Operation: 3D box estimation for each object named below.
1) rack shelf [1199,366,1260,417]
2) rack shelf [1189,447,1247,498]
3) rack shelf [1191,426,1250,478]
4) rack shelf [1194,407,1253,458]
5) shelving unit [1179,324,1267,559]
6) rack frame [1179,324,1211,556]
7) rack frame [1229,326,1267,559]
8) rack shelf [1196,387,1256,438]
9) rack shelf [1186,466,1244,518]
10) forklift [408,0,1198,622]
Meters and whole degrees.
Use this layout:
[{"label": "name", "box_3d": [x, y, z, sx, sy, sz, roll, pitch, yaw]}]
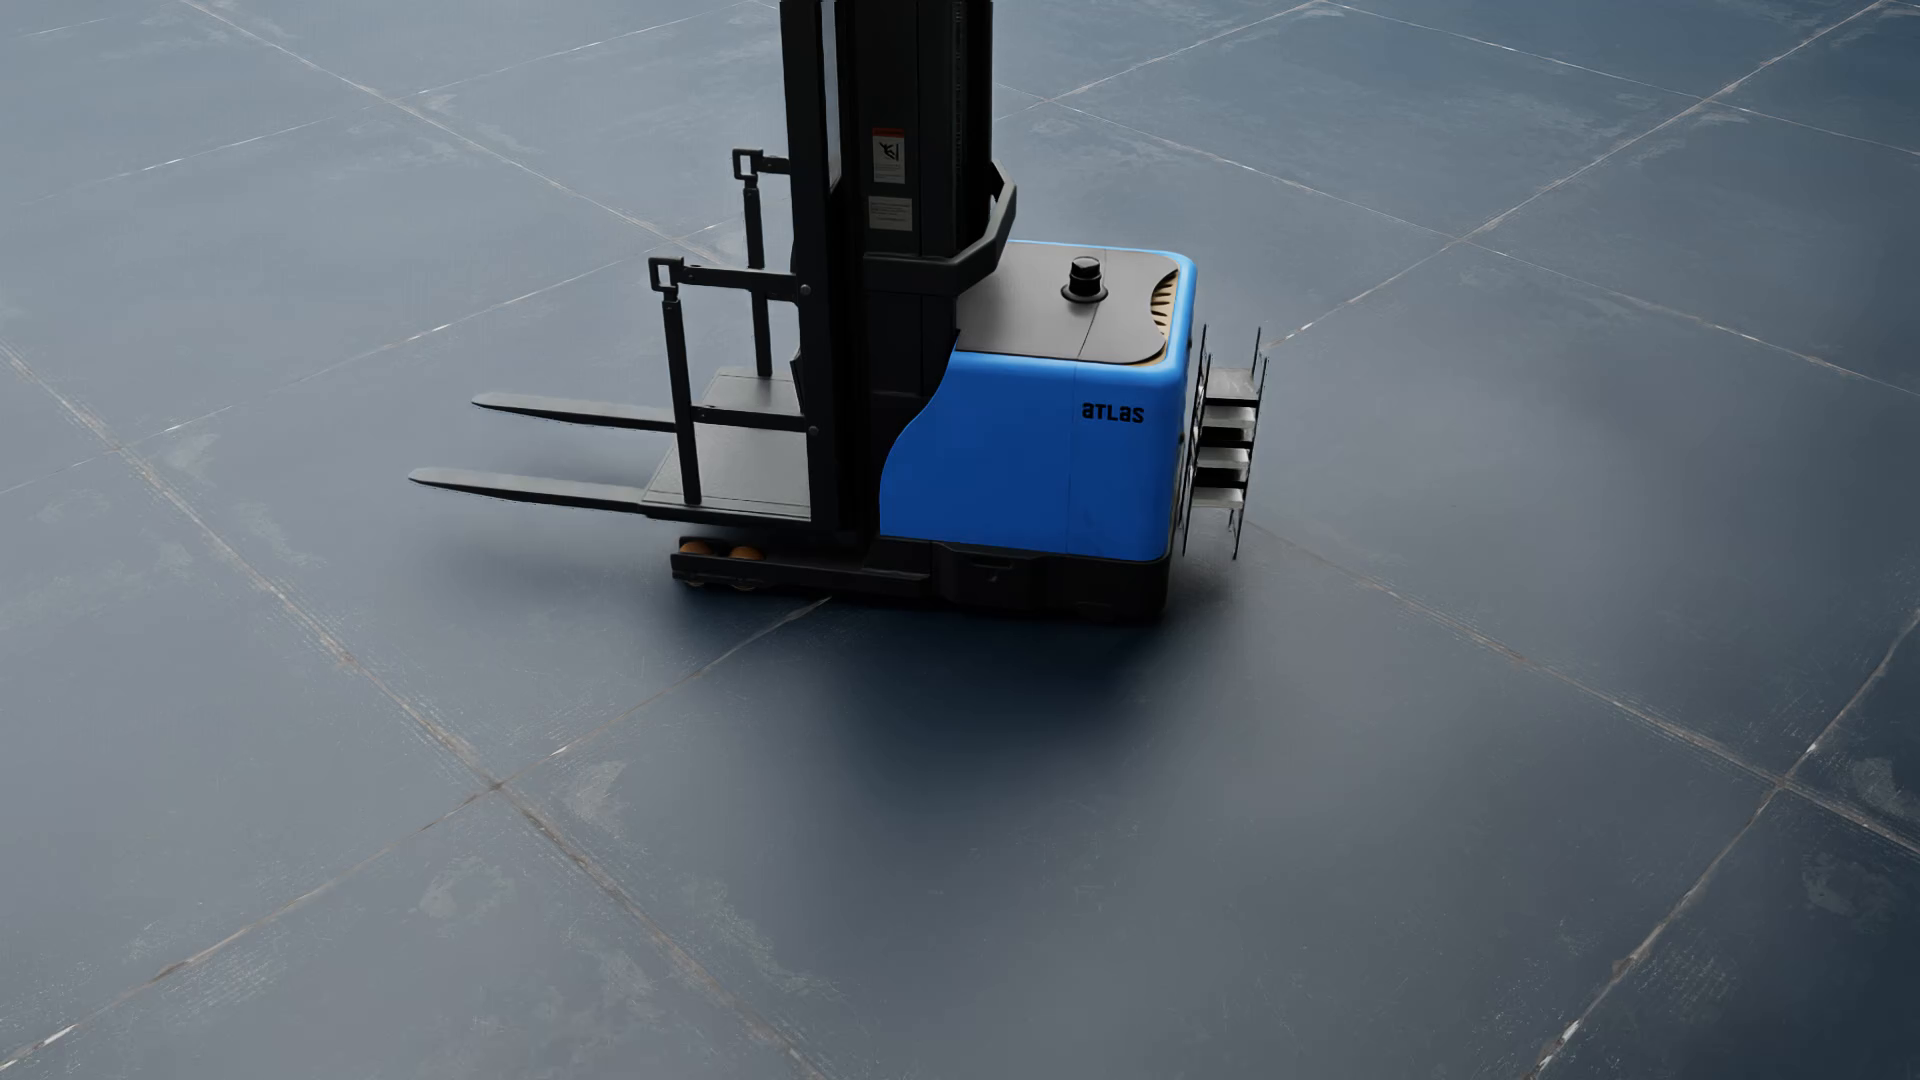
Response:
[{"label": "rack shelf", "box_3d": [1.008, -0.562, 6.250, 0.200, 0.077, 0.258, 3, 35, 1]}, {"label": "rack shelf", "box_3d": [0.997, -0.267, 6.456, 0.200, 0.077, 0.258, 3, 35, 1]}, {"label": "rack shelf", "box_3d": [1.000, -0.341, 6.404, 0.200, 0.077, 0.258, 3, 35, 1]}, {"label": "rack shelf", "box_3d": [1.003, -0.414, 6.353, 0.200, 0.077, 0.258, 3, 35, 1]}, {"label": "shelving unit", "box_3d": [1.001, -0.368, 6.385, 0.210, 0.900, 0.258, 3, 35, 1]}, {"label": "rack frame", "box_3d": [0.899, -0.373, 6.387, 0.006, 0.900, 0.240, 3, 35, 1]}, {"label": "rack frame", "box_3d": [1.102, -0.363, 6.384, 0.006, 0.900, 0.240, 3, 35, 1]}, {"label": "rack shelf", "box_3d": [1.005, -0.488, 6.301, 0.200, 0.077, 0.258, 3, 35, 1]}, {"label": "rack shelf", "box_3d": [0.994, -0.193, 6.507, 0.200, 0.077, 0.258, 3, 35, 1]}, {"label": "forklift", "box_3d": [-0.650, -1.300, 5.952, 3.031, 2.935, 1.130, 6, 35, 8]}]
